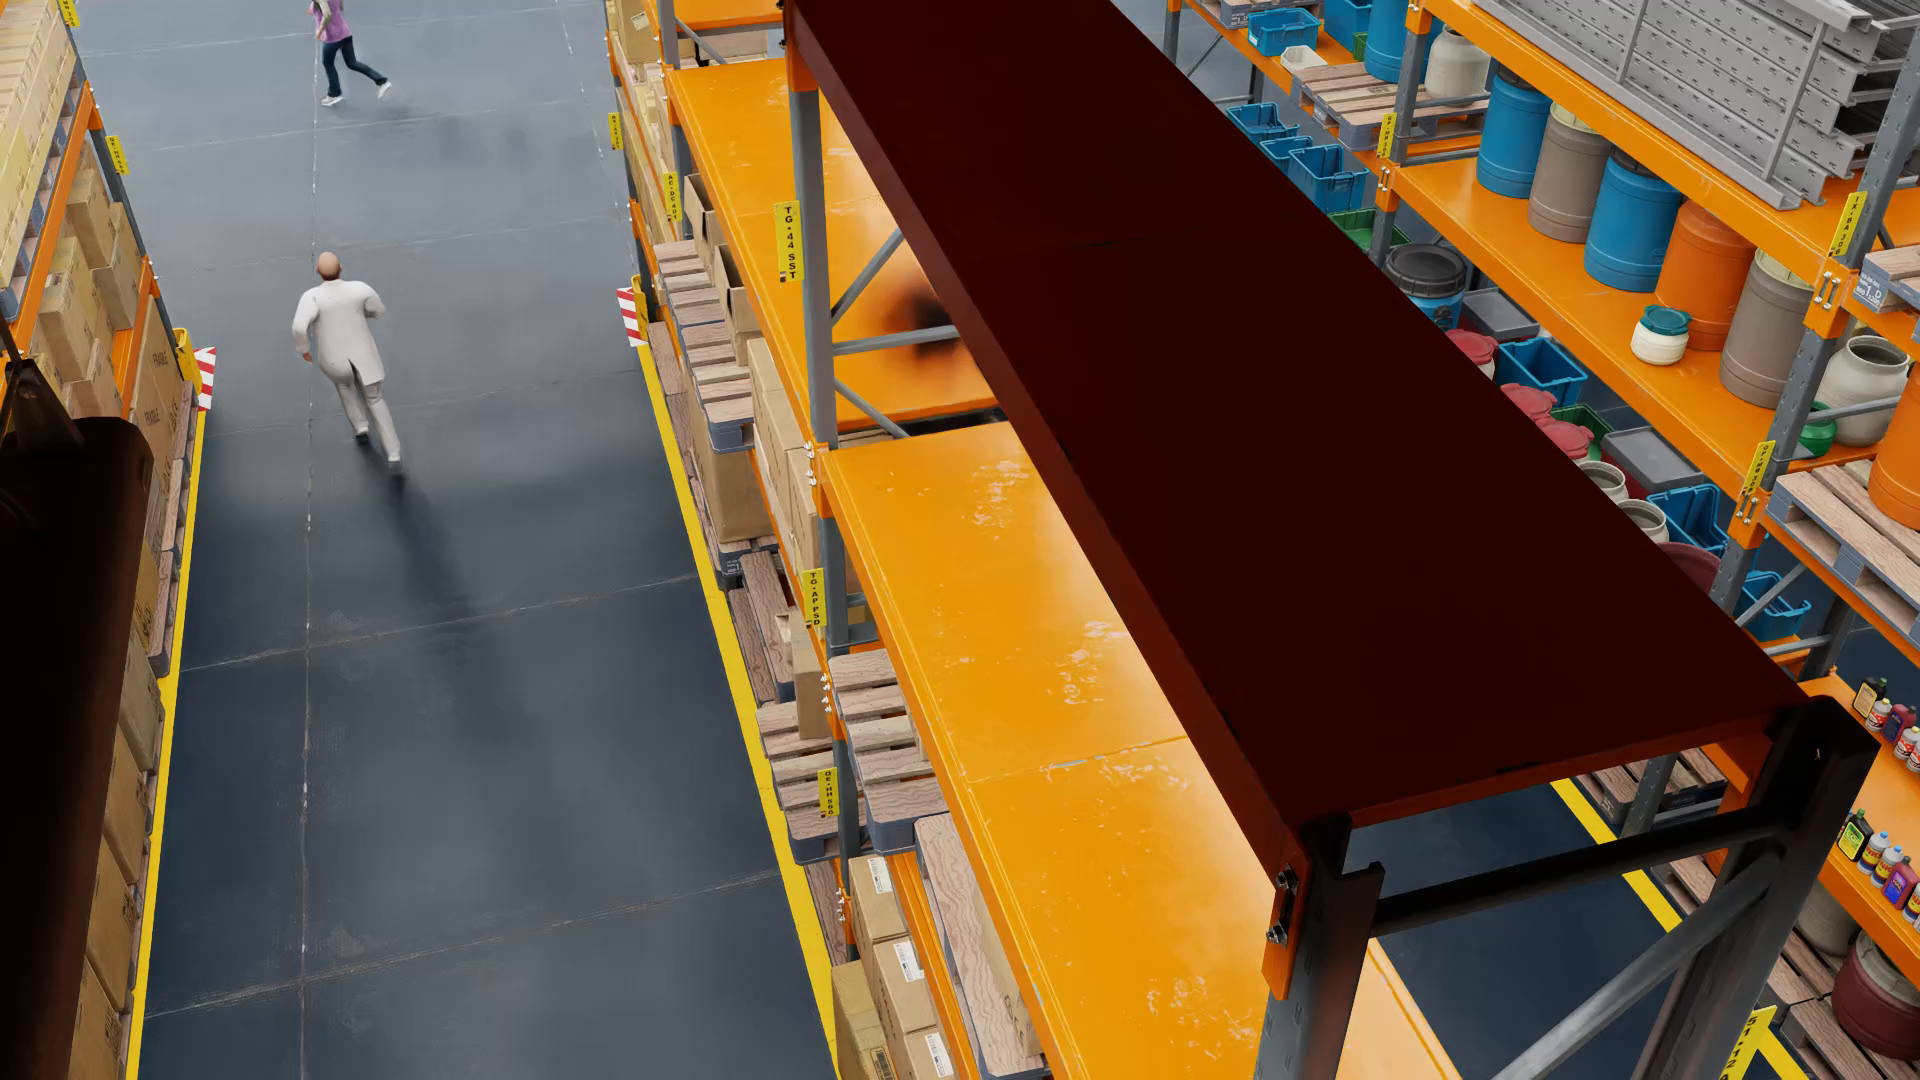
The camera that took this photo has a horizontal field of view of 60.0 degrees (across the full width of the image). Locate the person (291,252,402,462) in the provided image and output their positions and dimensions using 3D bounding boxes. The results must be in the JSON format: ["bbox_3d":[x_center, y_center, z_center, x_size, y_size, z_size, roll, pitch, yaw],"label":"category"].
[{"bbox_3d":[-4.837,-1.404,13.176,0.731,1.836,0.988,-15,41,-18],"label":"person"}]

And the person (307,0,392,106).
[{"bbox_3d":[-6.930,-5.598,18.606,0.886,1.606,0.551,12,40,14],"label":"person"}]

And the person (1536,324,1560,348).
[{"bbox_3d":[4.796,-1.815,13.701,0.669,1.737,0.589,-12,40,-15],"label":"person"}]
